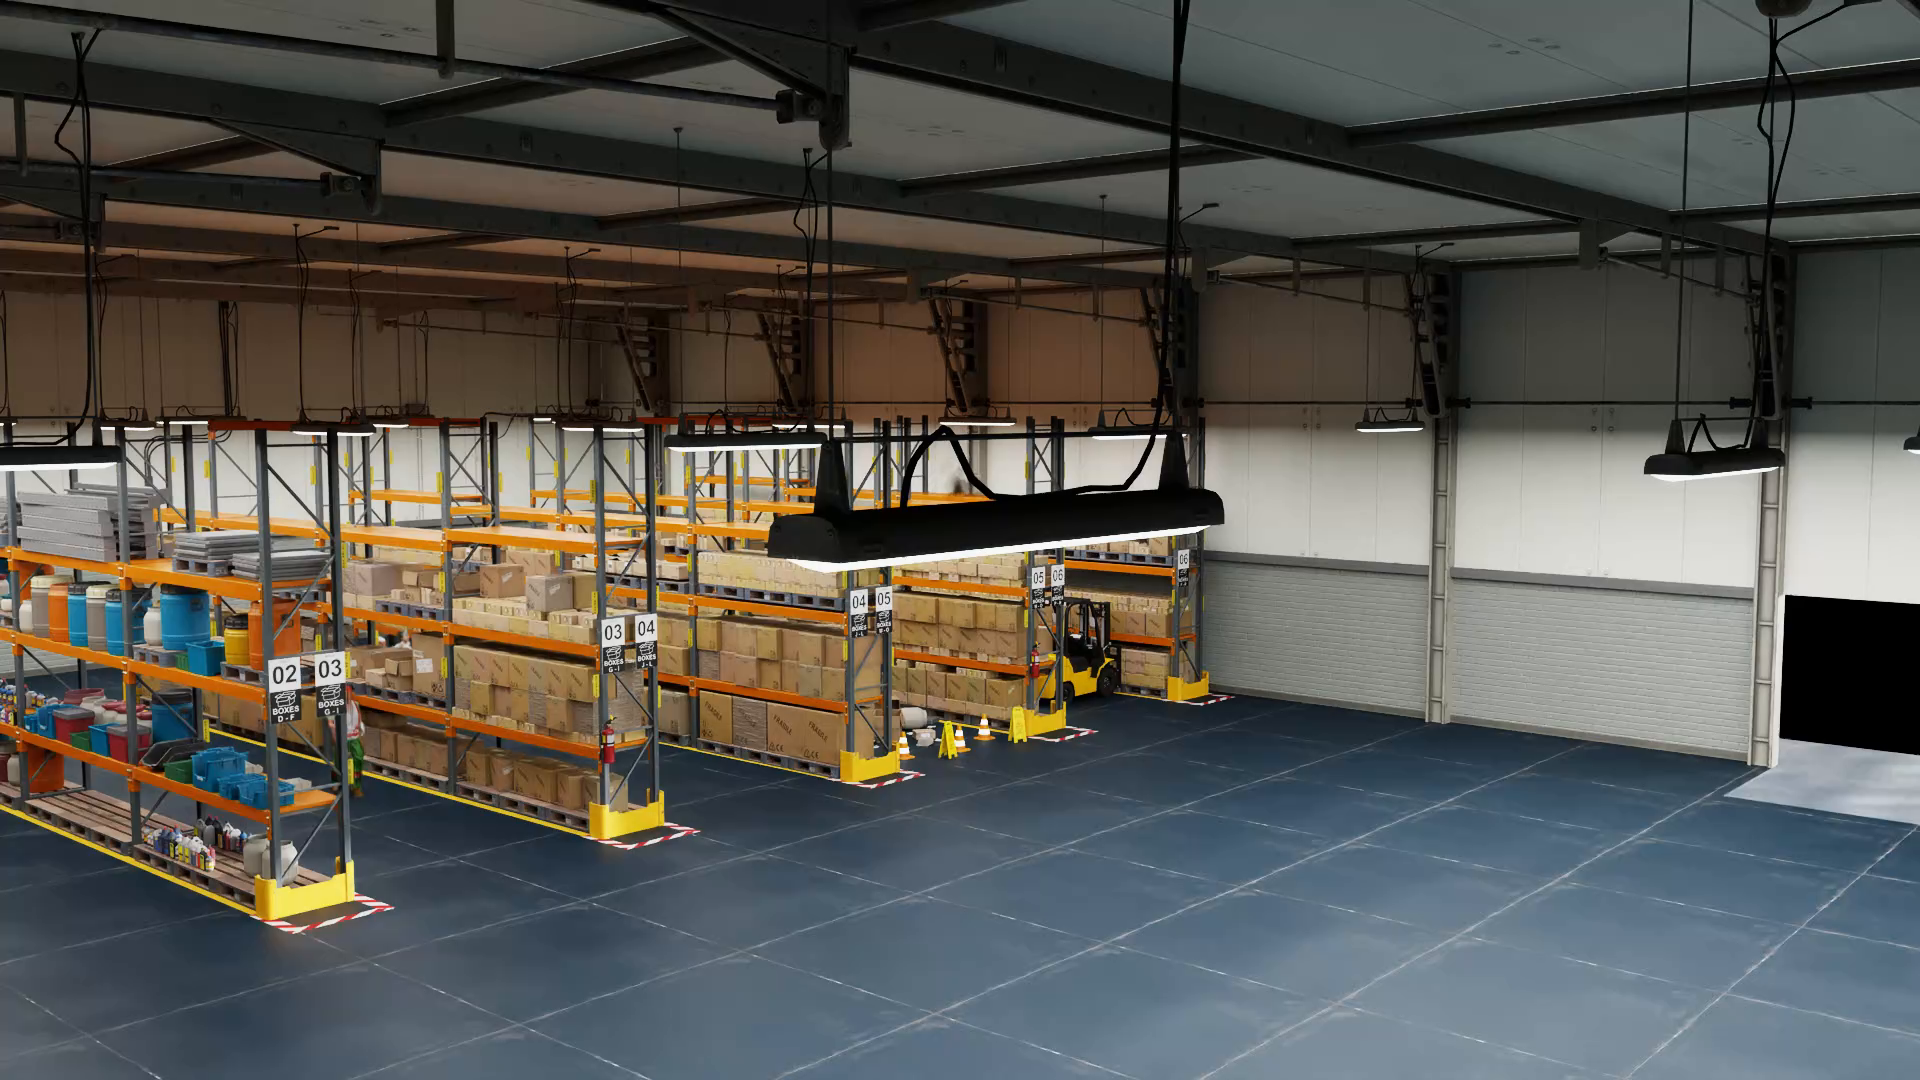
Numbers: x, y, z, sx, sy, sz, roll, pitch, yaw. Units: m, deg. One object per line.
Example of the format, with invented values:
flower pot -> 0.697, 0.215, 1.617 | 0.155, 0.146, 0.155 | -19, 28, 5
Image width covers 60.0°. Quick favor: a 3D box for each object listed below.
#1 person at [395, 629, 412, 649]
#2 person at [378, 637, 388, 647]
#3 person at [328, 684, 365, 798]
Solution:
person -> -11.468, 2.665, 34.338 | 0.696, 1.659, 0.617 | 3, 6, 31
person -> -11.288, 2.764, 32.499 | 0.631, 1.738, 0.655 | 4, 6, 39
person -> -9.828, 3.237, 26.682 | 0.770, 1.864, 0.680 | 4, 6, 40
